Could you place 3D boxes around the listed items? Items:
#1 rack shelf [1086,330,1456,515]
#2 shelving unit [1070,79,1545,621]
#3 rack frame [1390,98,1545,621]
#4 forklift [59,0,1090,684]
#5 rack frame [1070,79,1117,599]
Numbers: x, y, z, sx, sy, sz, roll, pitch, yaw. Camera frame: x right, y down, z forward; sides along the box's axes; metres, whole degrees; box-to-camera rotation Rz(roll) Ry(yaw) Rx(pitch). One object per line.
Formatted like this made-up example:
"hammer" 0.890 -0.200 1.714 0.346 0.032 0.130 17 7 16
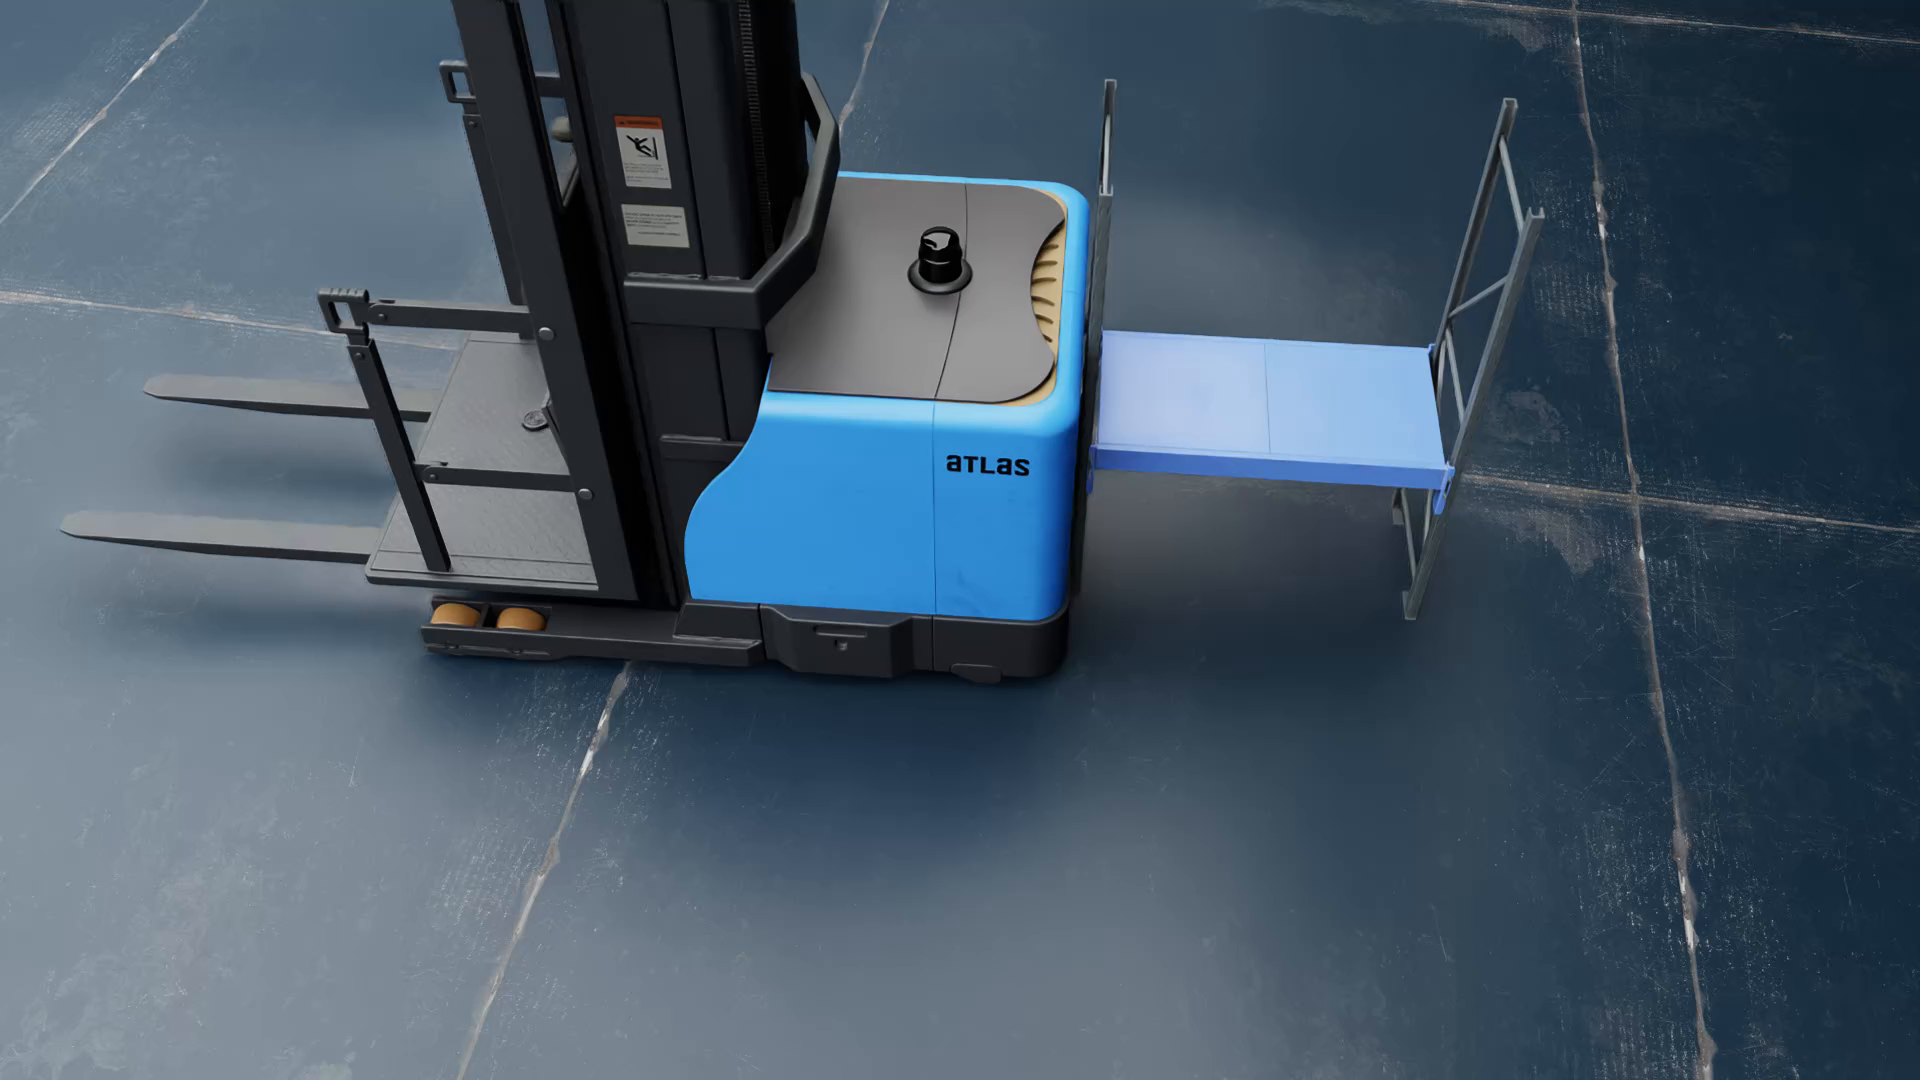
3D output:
"rack shelf" 0.877 -0.354 4.802 1.000 0.185 0.538 4 48 3
"shelving unit" 0.877 -0.474 4.668 1.048 1.500 0.538 4 48 3
"rack frame" 1.383 -0.442 4.639 0.032 1.500 0.500 4 48 3
"forklift" -1.164 -1.013 4.190 3.031 2.935 1.130 4 48 3
"rack frame" 0.370 -0.506 4.697 0.032 1.500 0.500 4 48 3
